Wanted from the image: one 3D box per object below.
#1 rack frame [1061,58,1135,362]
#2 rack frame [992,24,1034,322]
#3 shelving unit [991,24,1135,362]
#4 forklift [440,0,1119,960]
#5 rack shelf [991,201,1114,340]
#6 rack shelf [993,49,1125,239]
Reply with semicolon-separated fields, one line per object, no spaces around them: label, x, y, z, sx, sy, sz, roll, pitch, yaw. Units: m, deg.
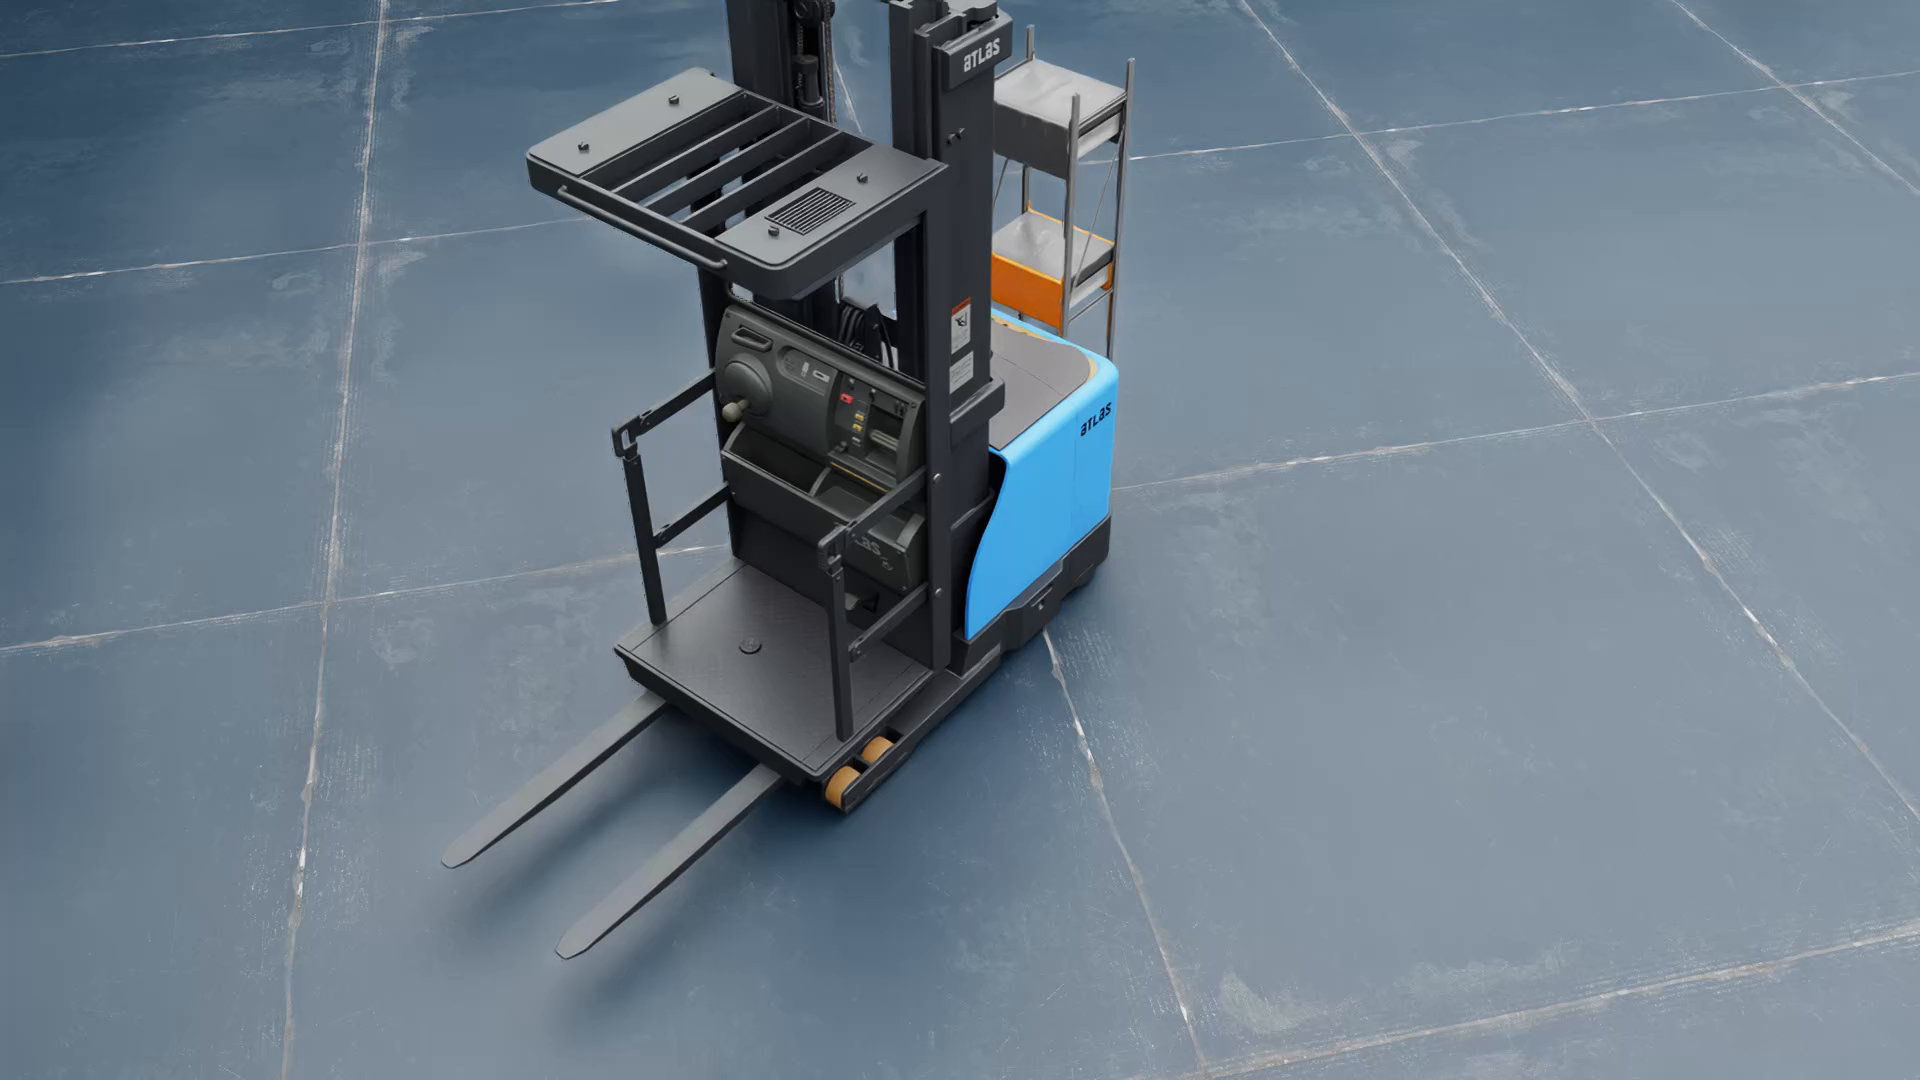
rack frame;0.552;-0.989;7.063;0.015;2.100;0.400;28;49;28
rack frame;0.170;-1.190;7.291;0.015;2.100;0.400;28;49;28
shelving unit;0.361;-1.090;7.177;0.503;2.100;0.431;28;49;28
forklift;-0.649;-0.439;5.819;1.130;2.935;3.031;28;49;28
rack shelf;0.361;-1.079;7.186;0.480;0.518;0.431;28;49;28
rack shelf;0.361;-1.603;6.722;0.480;0.518;0.431;28;49;28
